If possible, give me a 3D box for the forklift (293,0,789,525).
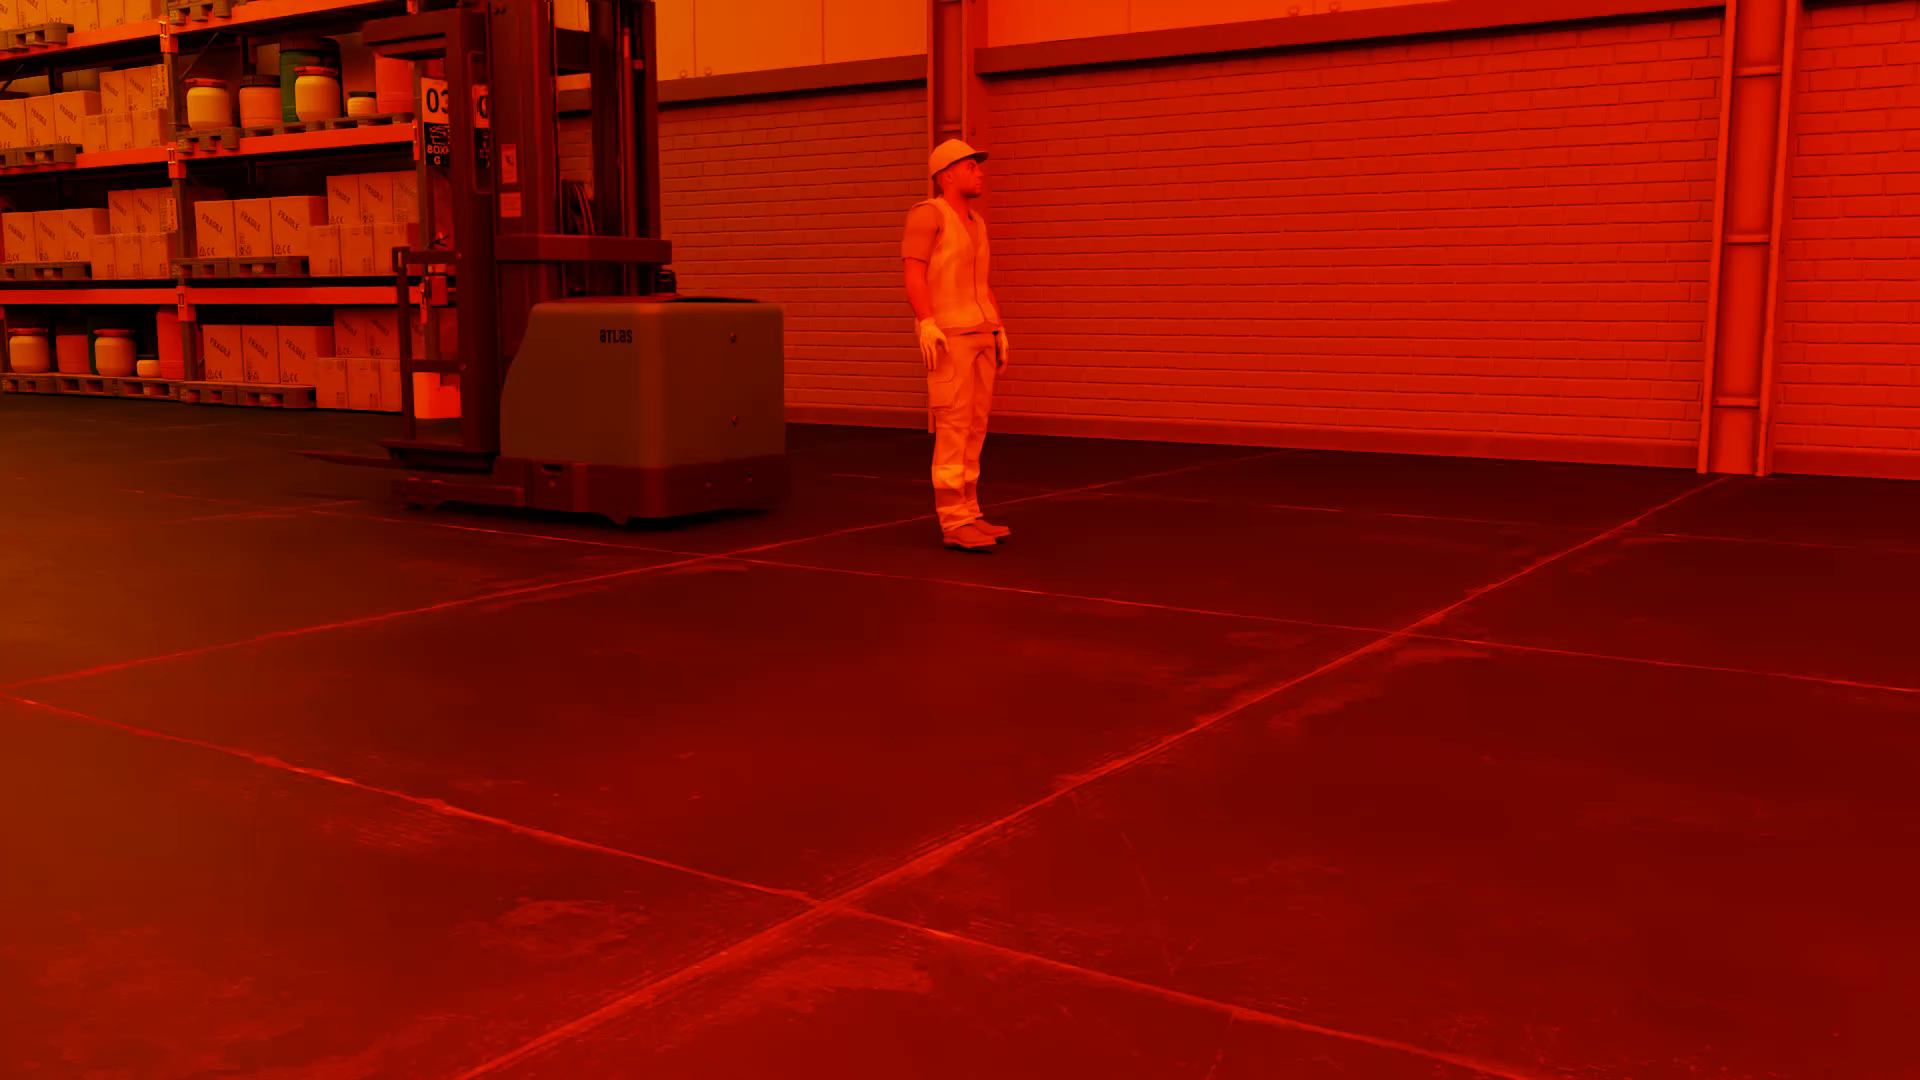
[{"bbox_3d":[-2.394,-1.656,8.836,3.031,2.935,1.130,5,10,33],"label":"forklift"}]

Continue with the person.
[{"bbox_3d":[0.061,-0.885,7.422,0.562,1.789,0.636,5,10,34],"label":"person"}]
